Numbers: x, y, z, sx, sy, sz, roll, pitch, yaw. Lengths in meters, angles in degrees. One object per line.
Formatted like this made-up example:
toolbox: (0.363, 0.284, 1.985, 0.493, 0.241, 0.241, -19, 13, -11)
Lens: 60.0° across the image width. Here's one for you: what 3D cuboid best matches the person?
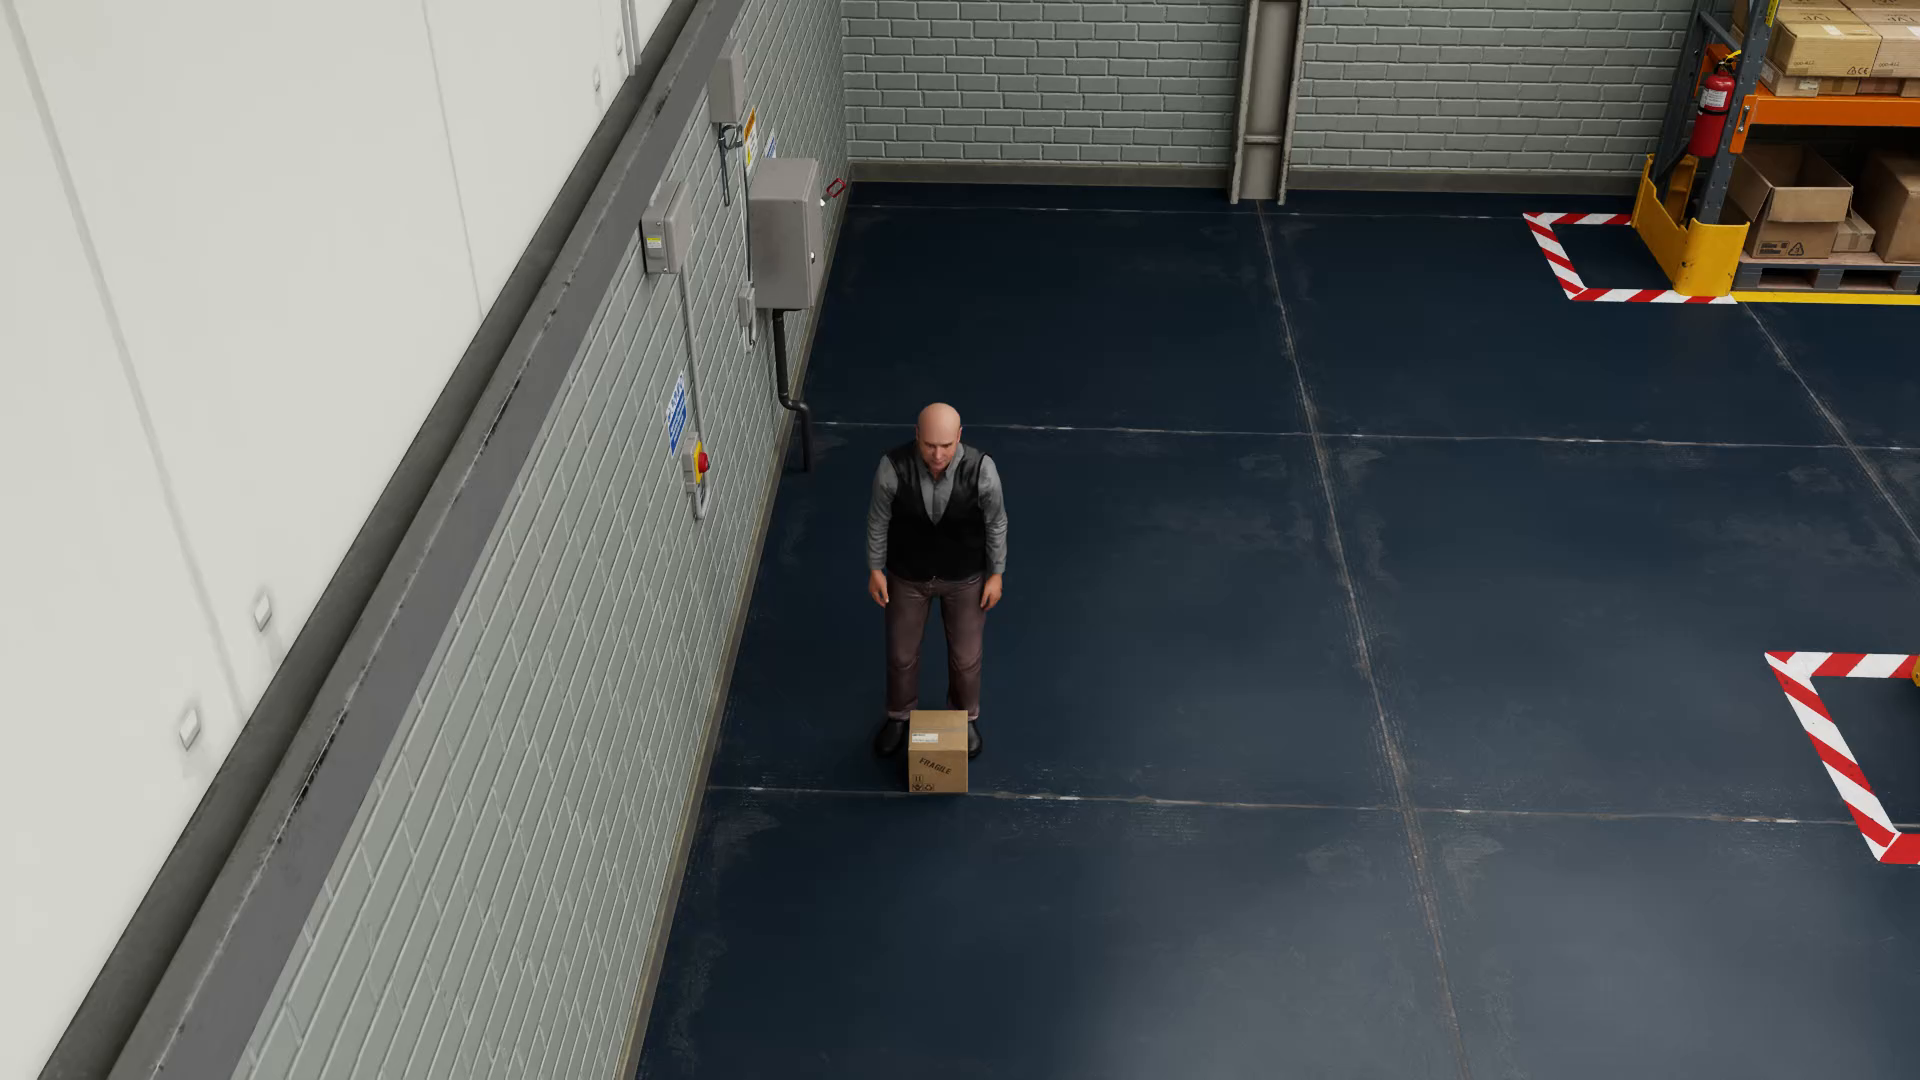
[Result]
person: (-0.097, 0.144, 6.936, 0.580, 1.720, 0.421, 1, 35, 2)
